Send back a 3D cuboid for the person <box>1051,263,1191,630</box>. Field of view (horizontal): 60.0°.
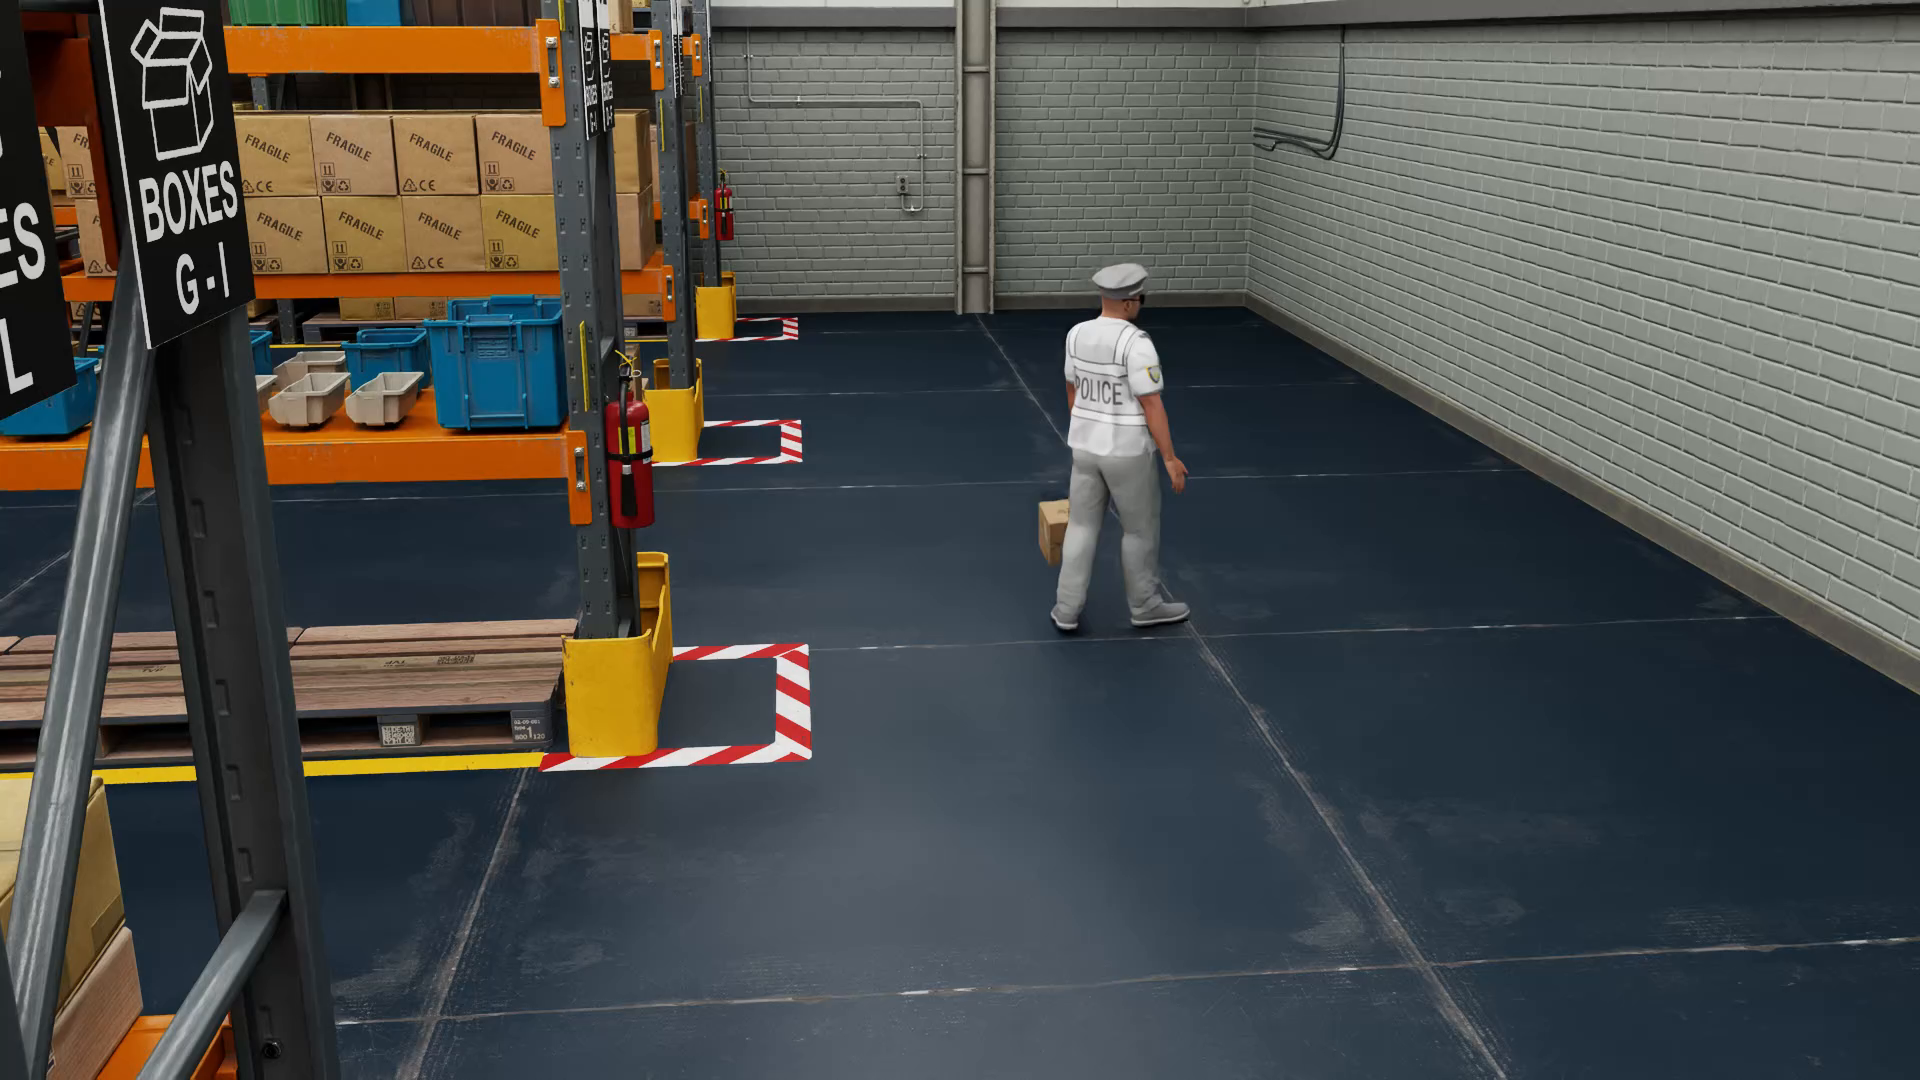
[{"bbox_3d":[0.796,-0.431,7.927,0.671,1.754,0.653,15,22,41],"label":"person"}]
